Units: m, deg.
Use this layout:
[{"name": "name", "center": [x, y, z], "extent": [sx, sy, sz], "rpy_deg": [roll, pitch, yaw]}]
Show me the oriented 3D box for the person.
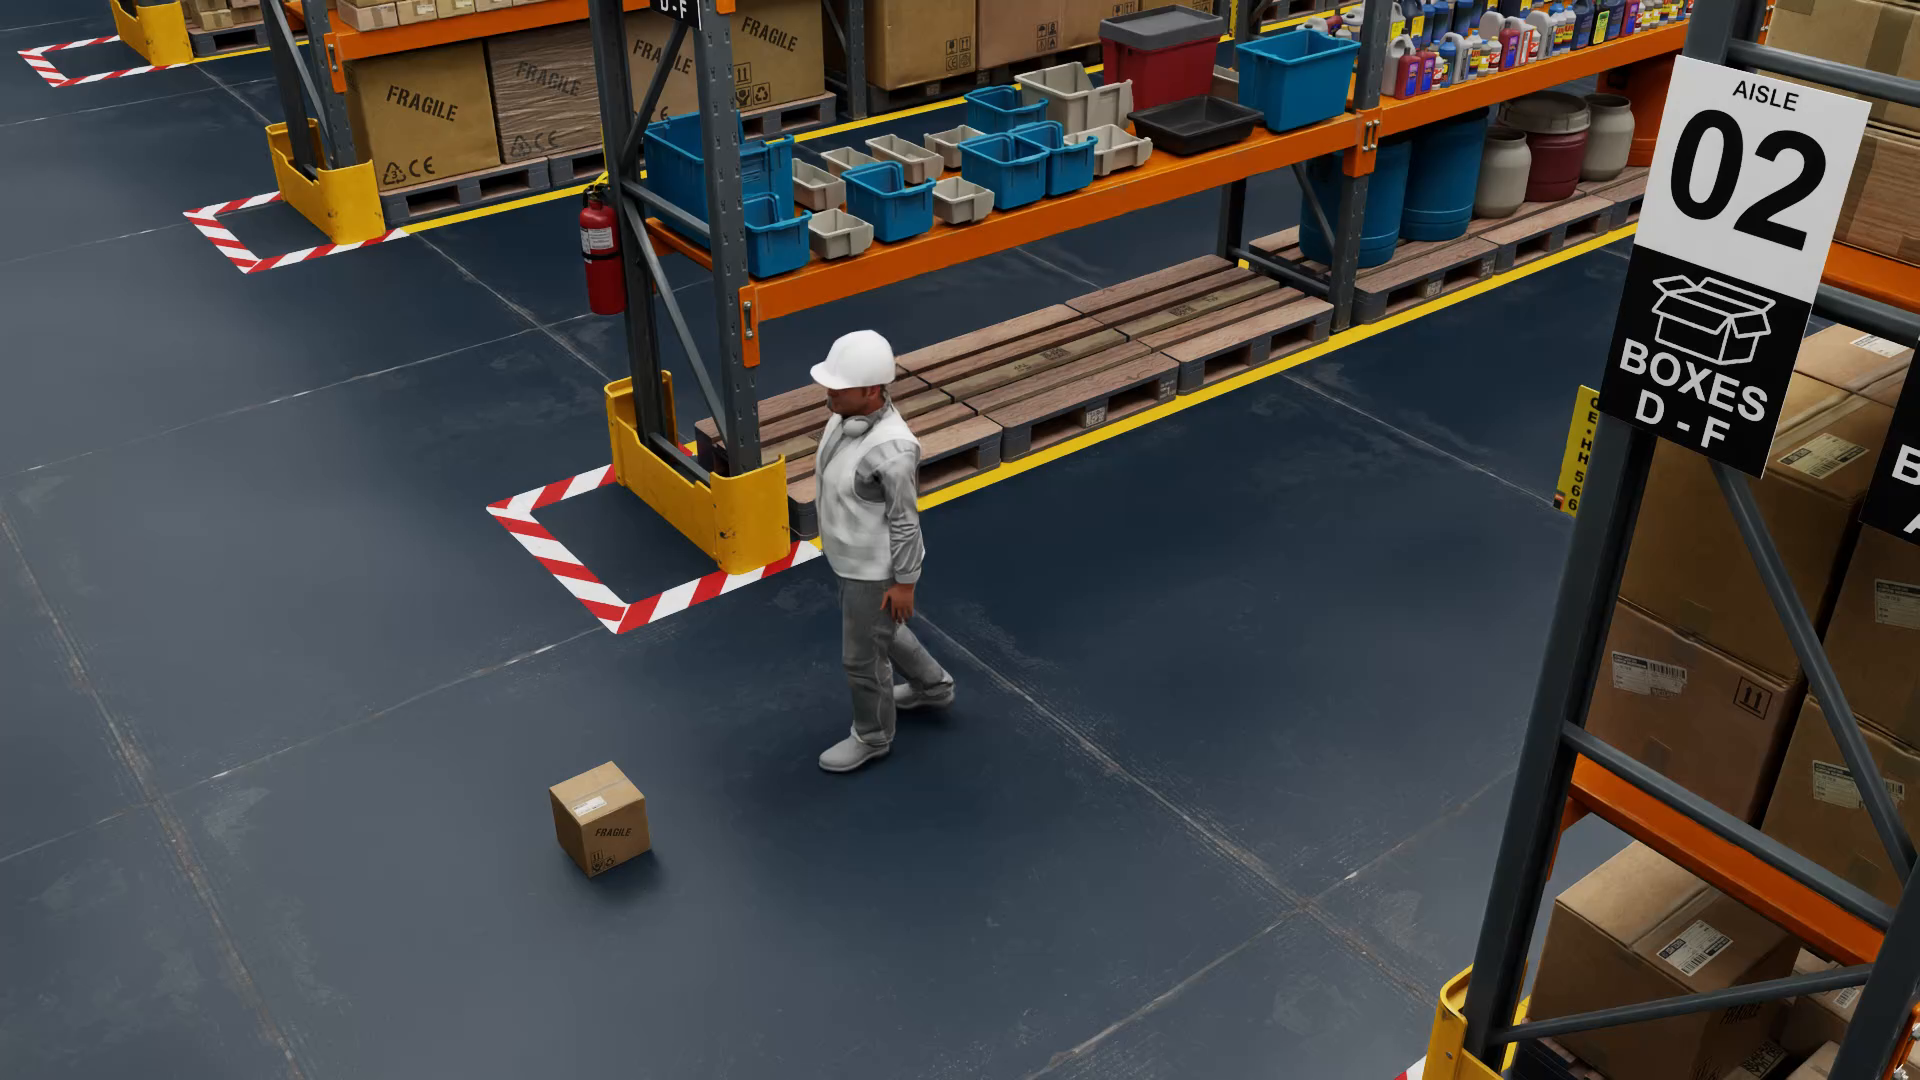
[{"name": "person", "center": [-0.282, 0.037, 6.047], "extent": [0.596, 1.774, 0.562], "rpy_deg": [-10, 33, -16]}]
